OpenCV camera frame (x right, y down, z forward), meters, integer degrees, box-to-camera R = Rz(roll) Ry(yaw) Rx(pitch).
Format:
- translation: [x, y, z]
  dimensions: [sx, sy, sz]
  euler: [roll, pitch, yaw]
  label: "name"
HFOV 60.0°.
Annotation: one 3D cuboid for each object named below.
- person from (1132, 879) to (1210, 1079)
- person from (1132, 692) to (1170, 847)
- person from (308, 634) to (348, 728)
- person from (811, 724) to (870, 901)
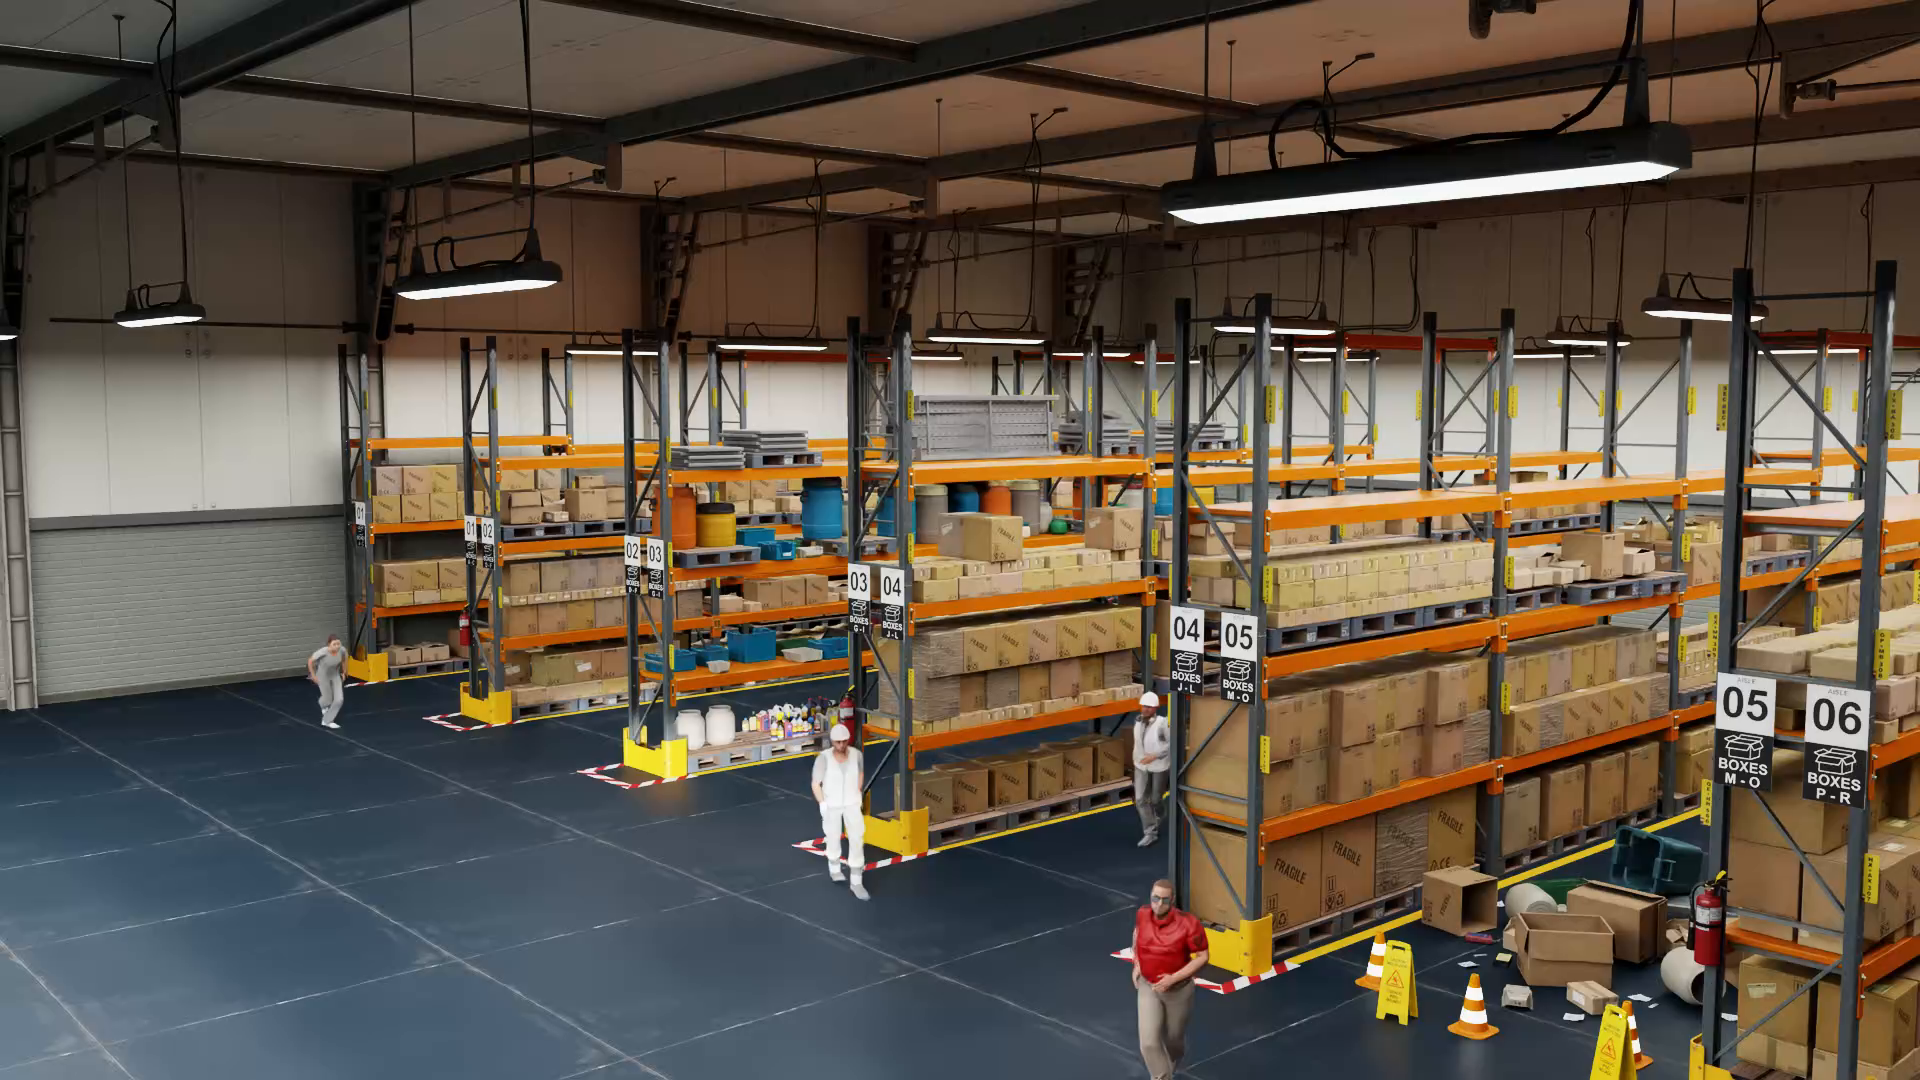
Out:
- translation: [1.528, 3.246, 12.021]
  dimensions: [0.631, 1.710, 0.817]
  euler: [2, 6, 22]
  label: "person"
- translation: [2.249, 2.586, 19.071]
  dimensions: [0.615, 1.747, 0.805]
  euler: [3, 6, 28]
  label: "person"
- translation: [-9.722, 2.152, 25.534]
  dimensions: [0.577, 1.486, 0.868]
  euler: [-4, 7, -39]
  label: "person"
- translation: [-1.253, 2.747, 17.113]
  dimensions: [0.573, 1.784, 0.798]
  euler: [-1, 5, -10]
  label: "person"
